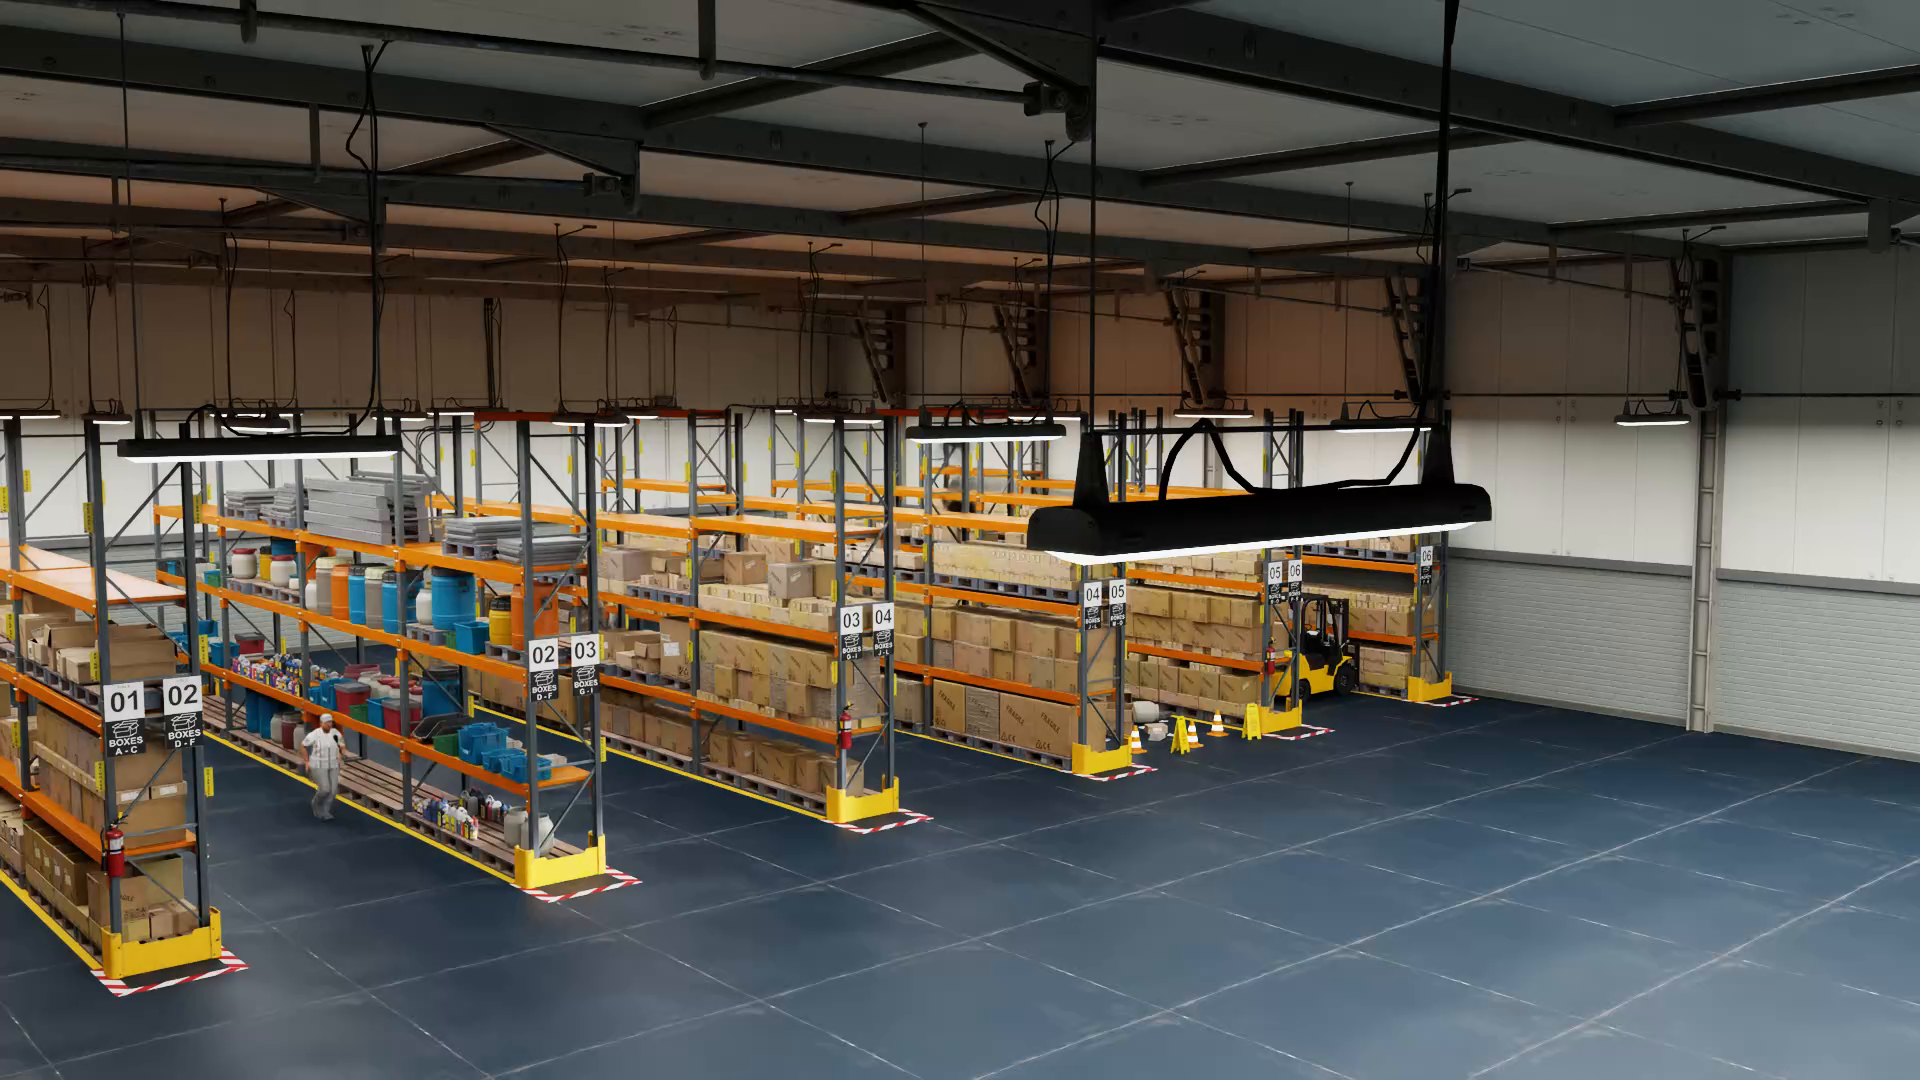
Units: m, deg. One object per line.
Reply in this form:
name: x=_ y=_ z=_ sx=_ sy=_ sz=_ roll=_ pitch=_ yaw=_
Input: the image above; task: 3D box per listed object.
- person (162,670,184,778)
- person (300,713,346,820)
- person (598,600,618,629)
person: x=-13.124 y=2.998 z=27.753 sx=0.922 sy=1.808 sz=0.661 roll=5 pitch=7 yaw=44
person: x=-9.359 y=3.358 z=24.560 sx=0.589 sy=1.614 sz=0.652 roll=-5 pitch=7 yaw=-43
person: x=-8.672 y=1.848 z=41.245 sx=0.677 sy=1.818 sz=0.830 roll=4 pitch=6 yaw=39
